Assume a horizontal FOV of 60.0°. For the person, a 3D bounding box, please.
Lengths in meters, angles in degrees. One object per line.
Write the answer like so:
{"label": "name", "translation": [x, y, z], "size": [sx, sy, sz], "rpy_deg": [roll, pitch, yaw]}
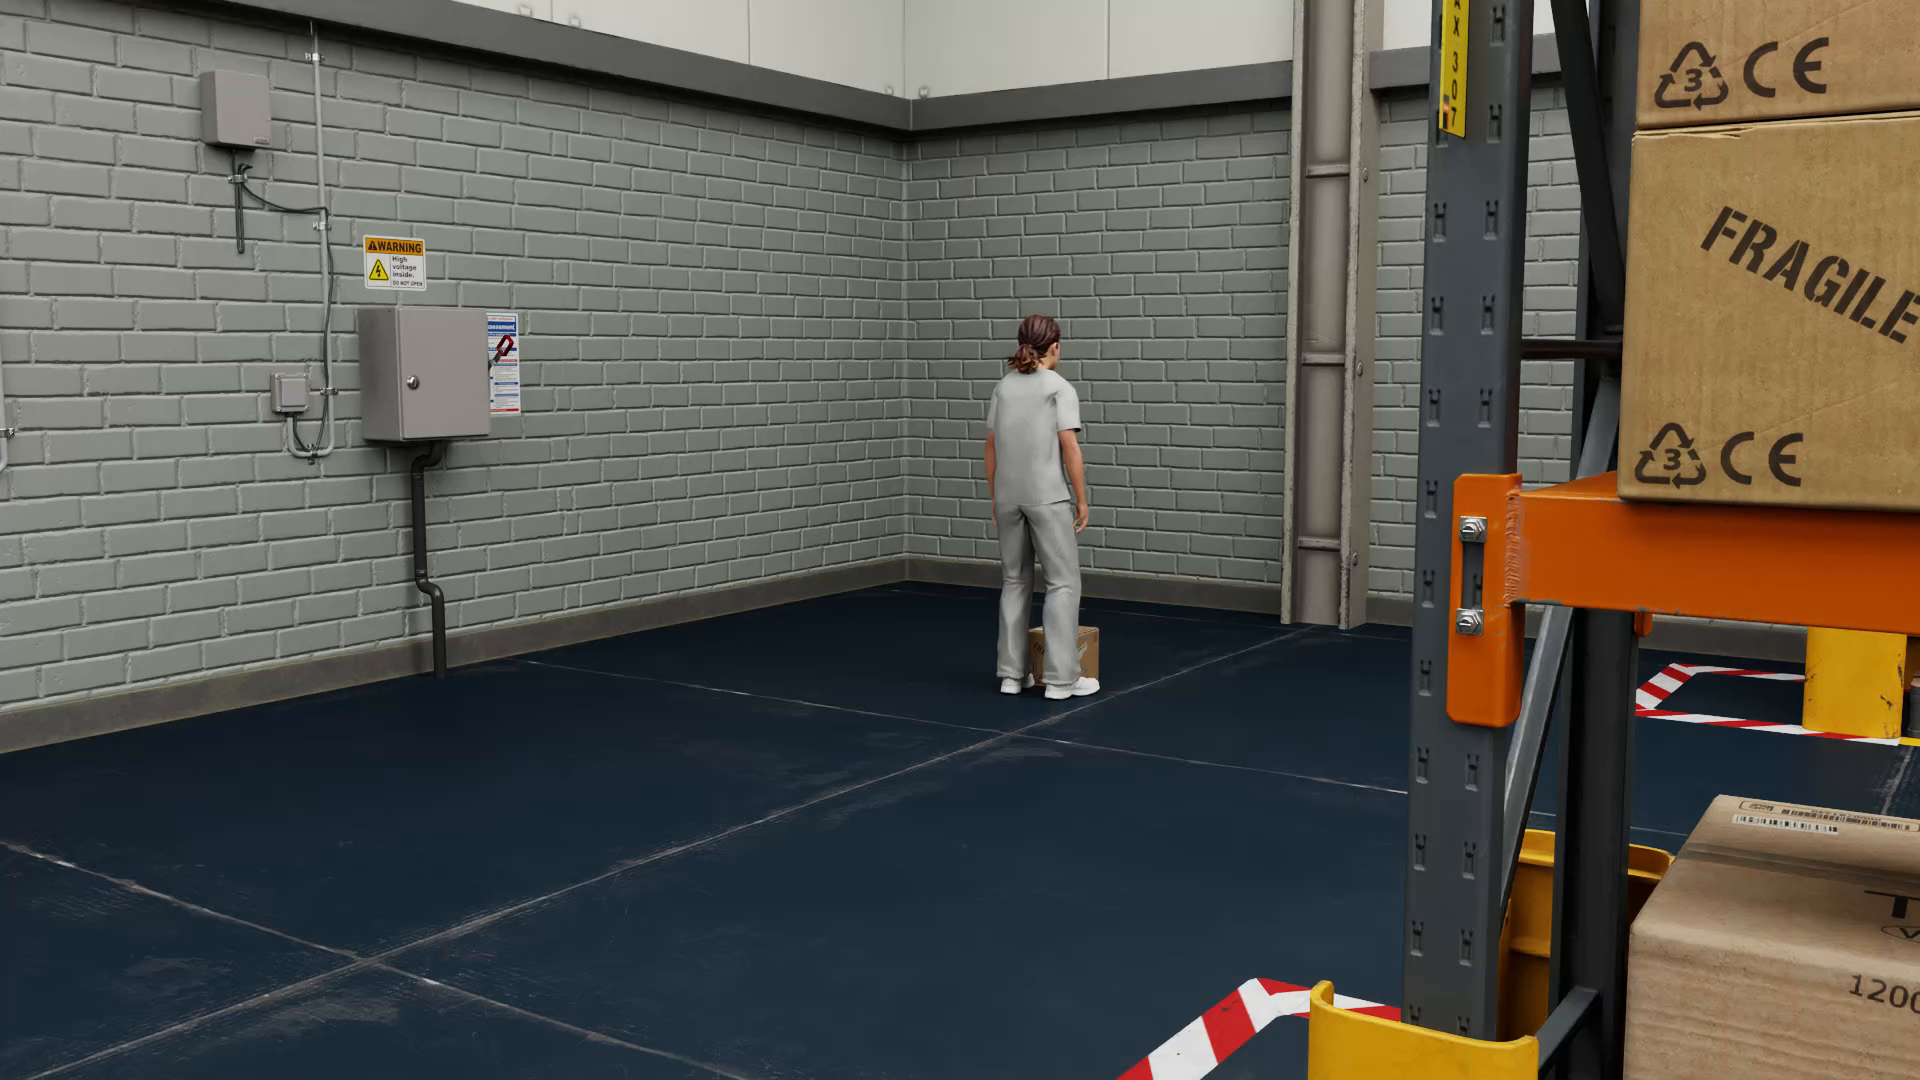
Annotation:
{"label": "person", "translation": [0.337, -0.152, 7.324], "size": [0.496, 1.672, 0.352], "rpy_deg": [4, 8, 33]}
